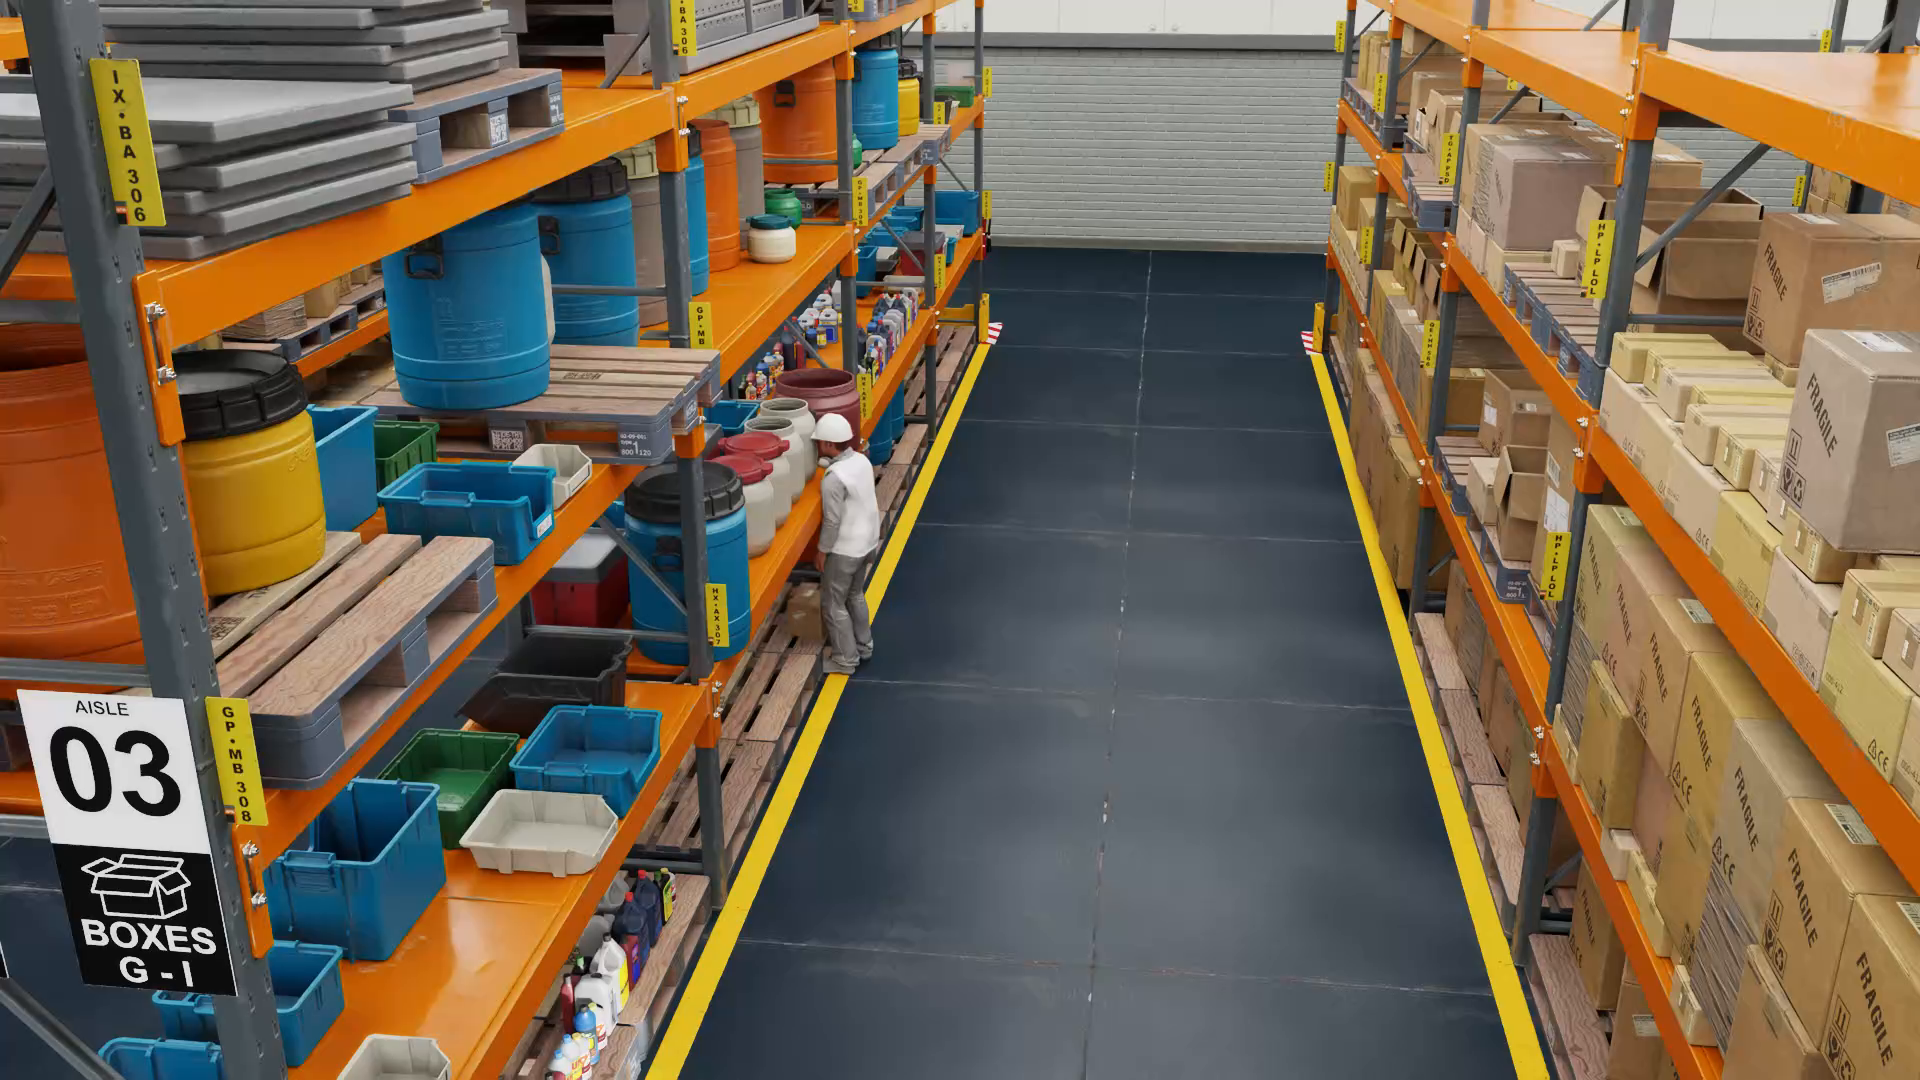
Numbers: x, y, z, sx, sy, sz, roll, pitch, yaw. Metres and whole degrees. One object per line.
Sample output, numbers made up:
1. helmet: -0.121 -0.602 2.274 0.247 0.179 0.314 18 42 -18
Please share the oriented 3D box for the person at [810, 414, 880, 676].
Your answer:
1. person: -0.762 0.022 10.984 0.447 1.773 0.566 8 23 21
